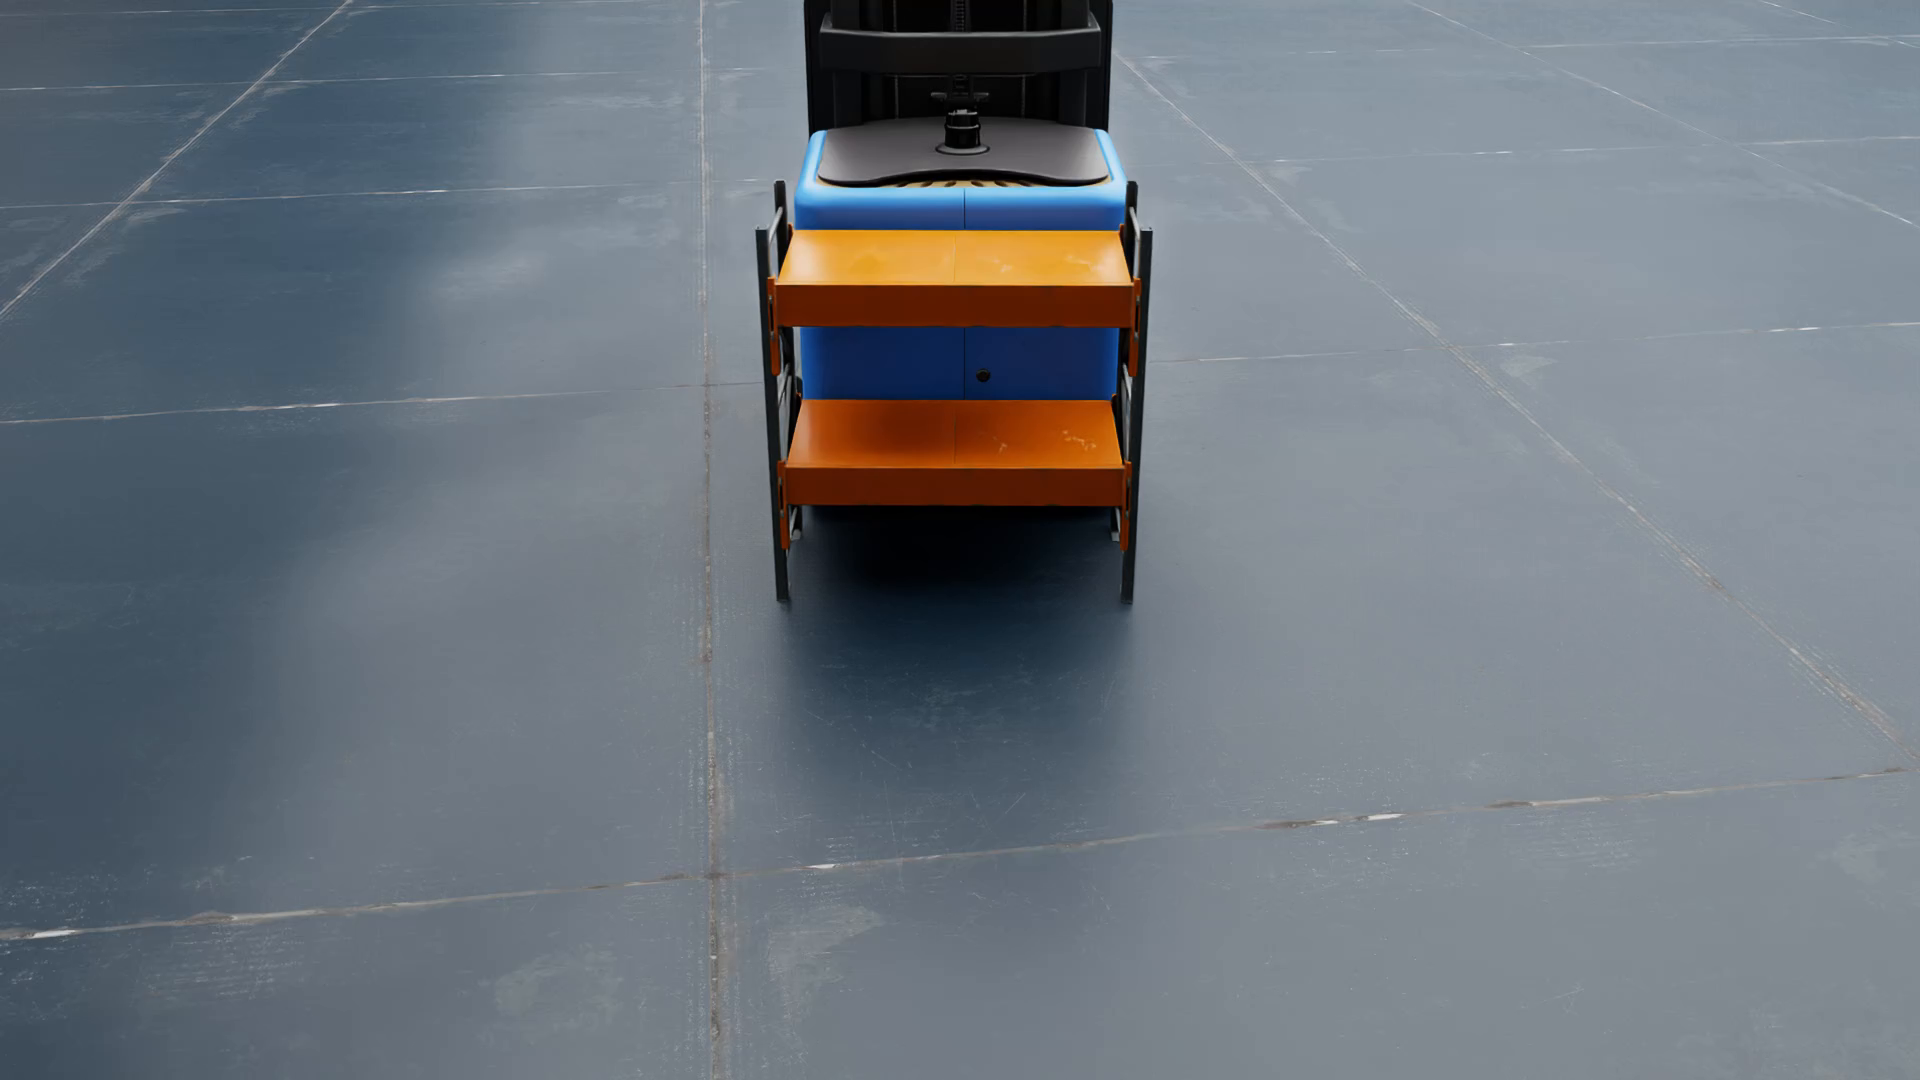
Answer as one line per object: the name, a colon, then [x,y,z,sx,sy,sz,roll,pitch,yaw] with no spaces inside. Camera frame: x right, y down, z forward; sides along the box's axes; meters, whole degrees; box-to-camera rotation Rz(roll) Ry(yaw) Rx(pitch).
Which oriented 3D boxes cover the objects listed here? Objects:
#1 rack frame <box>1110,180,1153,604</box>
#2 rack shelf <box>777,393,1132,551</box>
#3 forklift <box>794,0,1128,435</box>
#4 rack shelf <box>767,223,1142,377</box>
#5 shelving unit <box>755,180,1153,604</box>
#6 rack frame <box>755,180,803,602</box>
rack frame: [0.495,-0.427,4.850,0.032,1.125,0.500,0,27,0]
rack shelf: [-0.014,-0.212,4.966,1.000,0.278,0.538,0,27,0]
forklift: [-0.010,-2.056,6.046,1.130,2.935,3.031,0,27,-1]
rack shelf: [-0.014,-0.689,4.720,1.000,0.278,0.538,0,27,0]
shelving unit: [-0.014,-0.429,4.854,1.048,1.125,0.538,0,27,0]
rack frame: [-0.522,-0.431,4.858,0.032,1.125,0.500,0,27,0]
